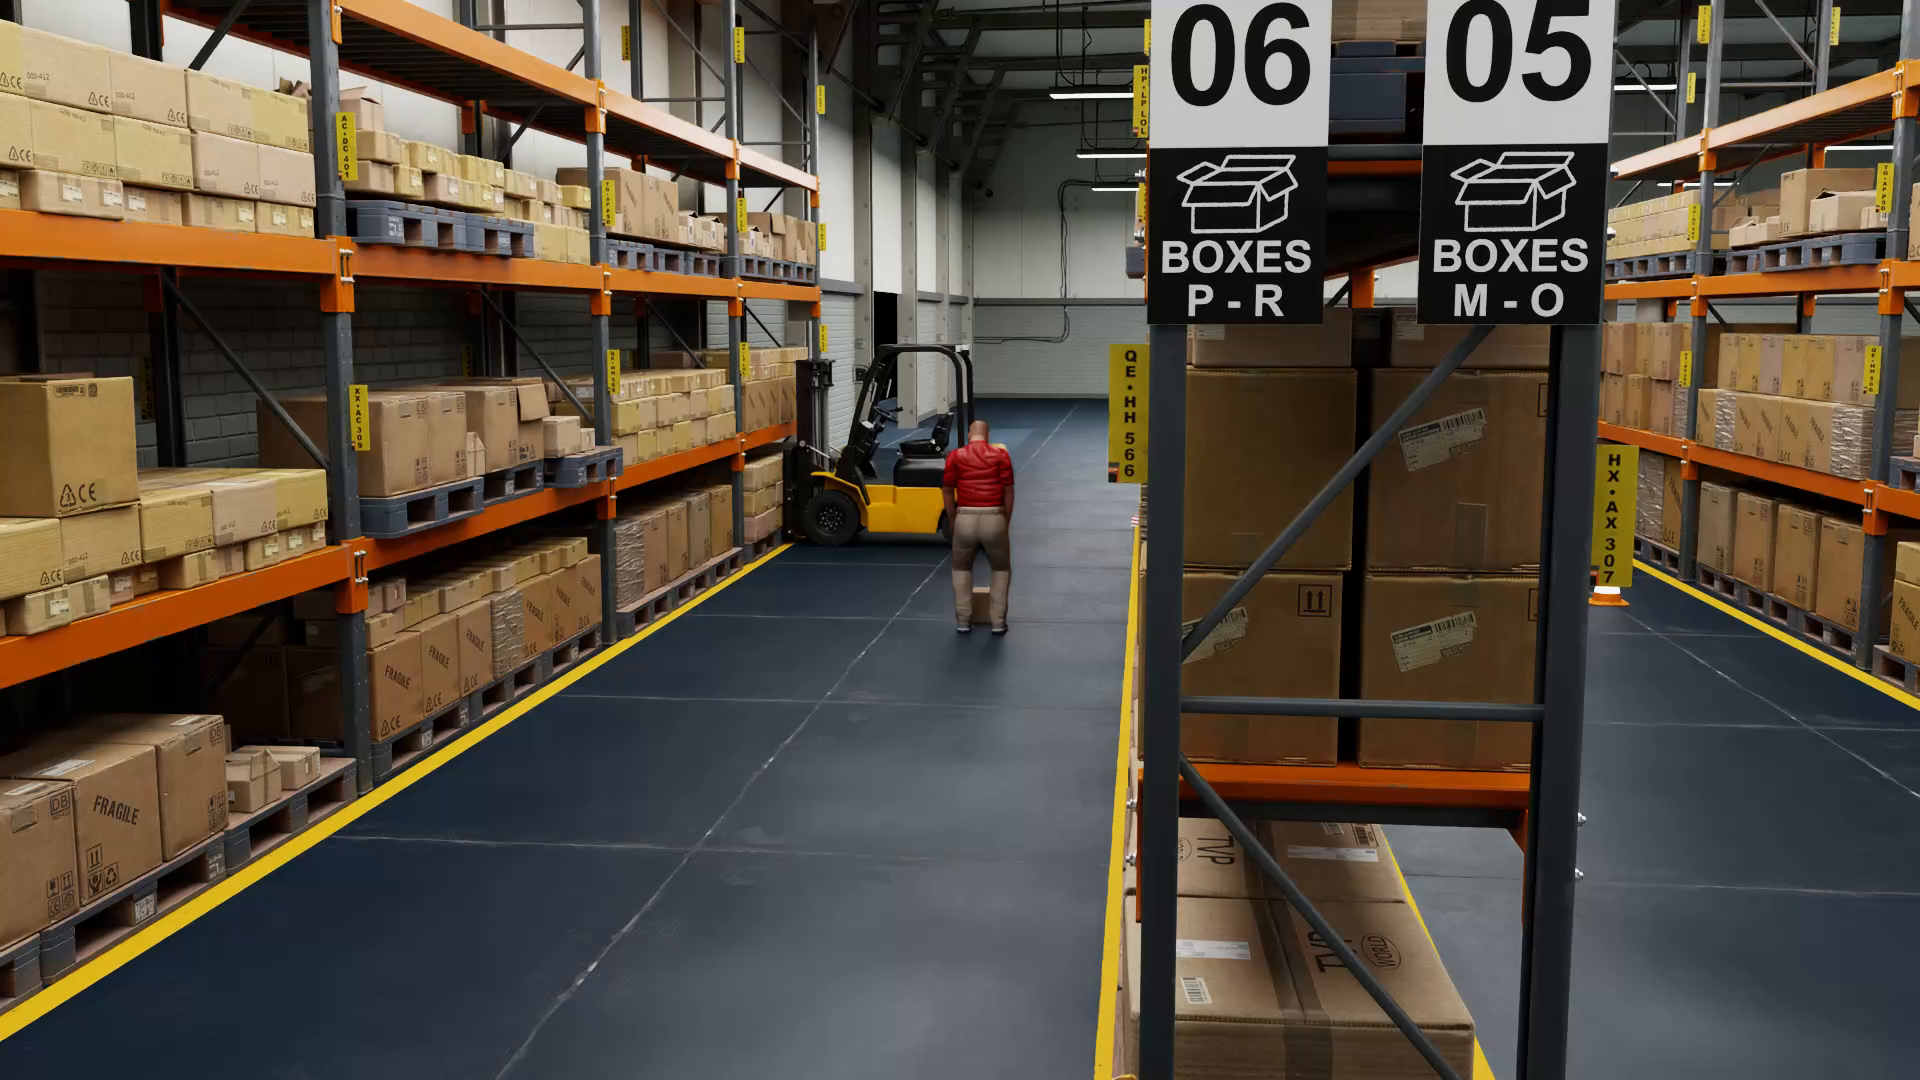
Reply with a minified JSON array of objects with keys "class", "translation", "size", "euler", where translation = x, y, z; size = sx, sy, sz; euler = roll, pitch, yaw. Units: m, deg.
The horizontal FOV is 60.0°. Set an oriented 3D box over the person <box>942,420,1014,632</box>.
[{"class":"person","translation":[0.139,-0.100,12.947],"size":[0.564,1.654,0.464],"euler":[1,8,8]}]
